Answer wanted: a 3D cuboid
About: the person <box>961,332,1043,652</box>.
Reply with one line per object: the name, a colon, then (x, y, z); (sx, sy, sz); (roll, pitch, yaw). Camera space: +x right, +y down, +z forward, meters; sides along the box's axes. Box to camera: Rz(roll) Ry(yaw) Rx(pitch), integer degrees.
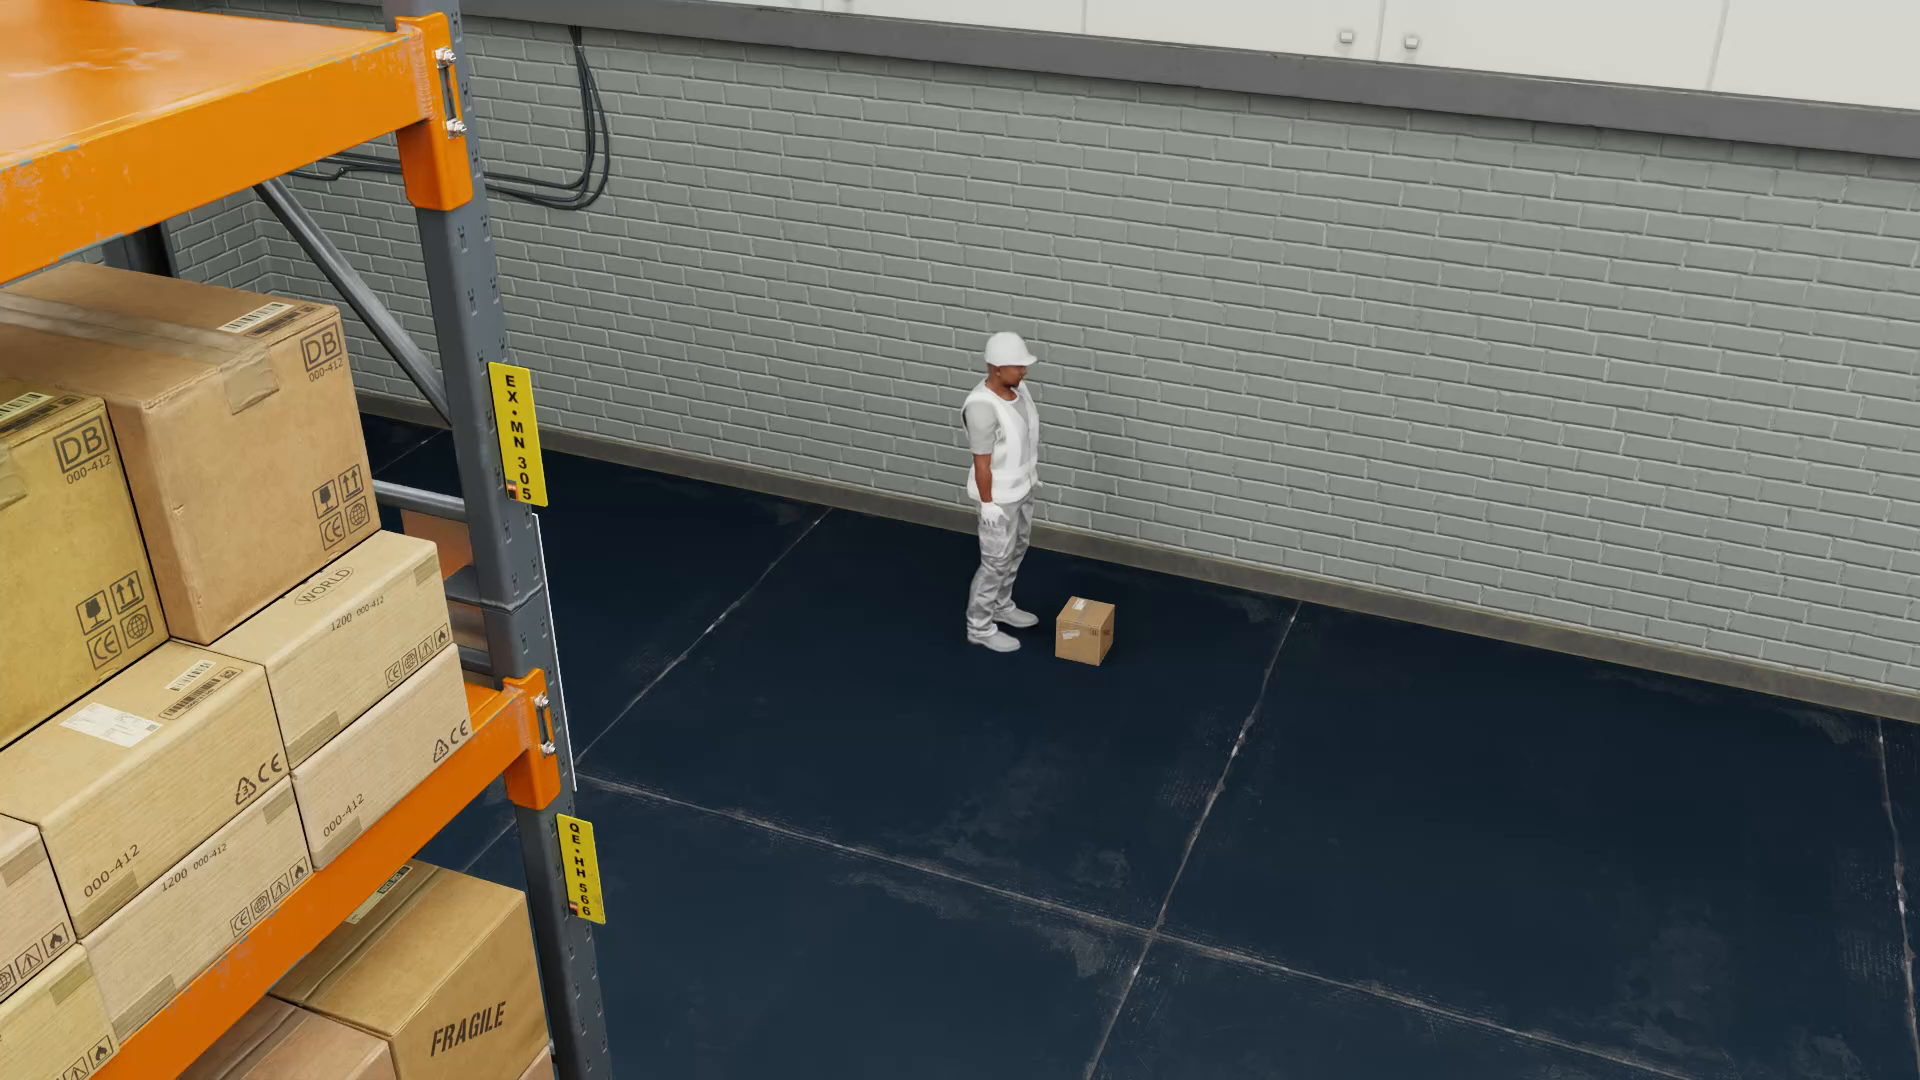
person: (0.231, -0.271, 8.874); (0.357, 1.783, 0.547); (12, 32, 20)
